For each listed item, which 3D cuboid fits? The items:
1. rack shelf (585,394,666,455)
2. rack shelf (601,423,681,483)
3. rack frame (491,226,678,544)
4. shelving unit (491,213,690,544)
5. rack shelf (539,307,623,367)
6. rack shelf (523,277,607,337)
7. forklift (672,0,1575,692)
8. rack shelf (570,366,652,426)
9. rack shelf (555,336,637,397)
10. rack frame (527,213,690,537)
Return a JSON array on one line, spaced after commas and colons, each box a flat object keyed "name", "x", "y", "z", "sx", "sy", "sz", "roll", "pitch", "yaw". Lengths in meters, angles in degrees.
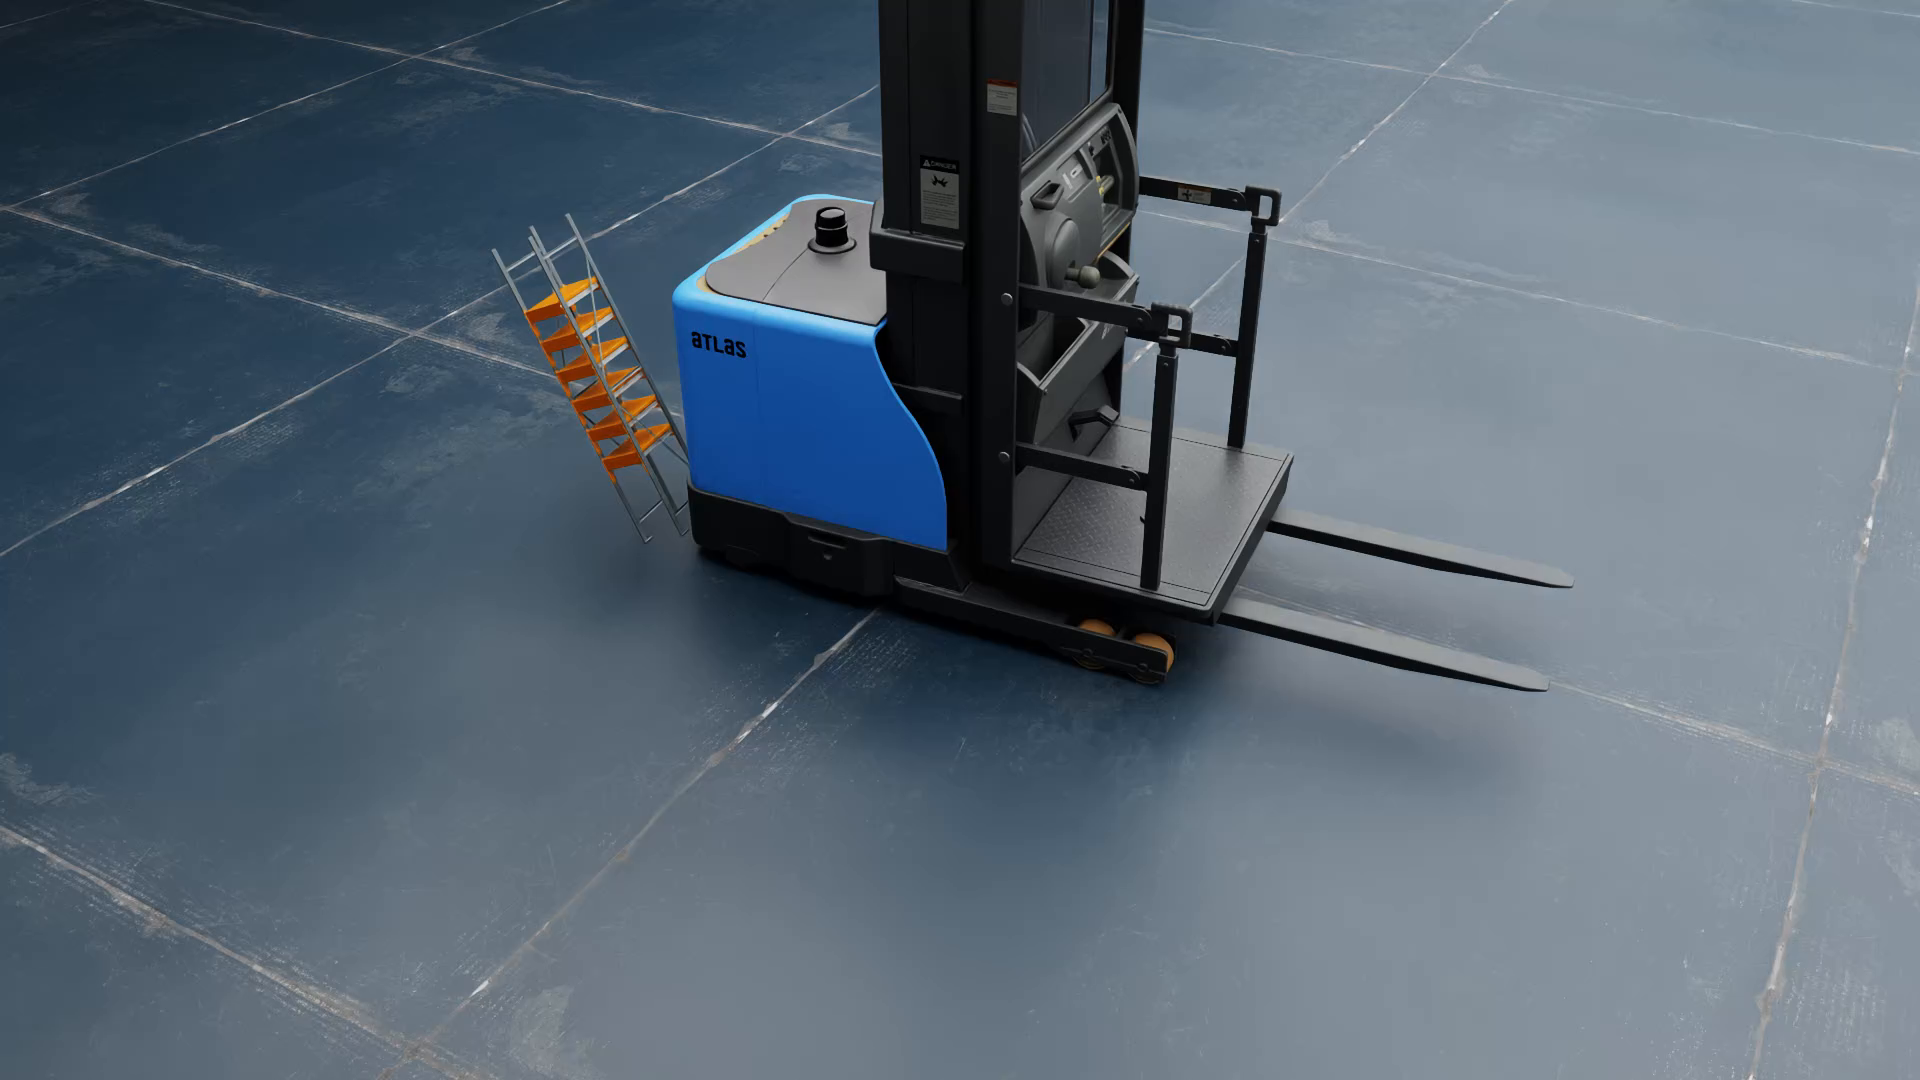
[{"name": "rack shelf", "x": -1.218, "y": -0.430, "z": 6.107, "sx": 0.180, "sy": 0.103, "sz": 0.258, "roll": -10, "pitch": 26, "yaw": 32}, {"name": "rack shelf", "x": -1.173, "y": -0.328, "z": 6.151, "sx": 0.180, "sy": 0.103, "sz": 0.258, "roll": -10, "pitch": 26, "yaw": 32}, {"name": "rack frame", "x": -1.356, "y": -0.557, "z": 6.096, "sx": 0.006, "sy": 1.200, "sz": 0.240, "roll": -10, "pitch": 26, "yaw": 32}, {"name": "shelving unit", "x": -1.280, "y": -0.570, "z": 6.047, "sx": 0.189, "sy": 1.200, "sz": 0.258, "roll": -10, "pitch": 26, "yaw": 32}, {"name": "rack shelf", "x": -1.354, "y": -0.736, "z": 5.975, "sx": 0.180, "sy": 0.103, "sz": 0.258, "roll": -10, "pitch": 26, "yaw": 32}, {"name": "rack shelf", "x": -1.399, "y": -0.838, "z": 5.931, "sx": 0.180, "sy": 0.103, "sz": 0.258, "roll": -10, "pitch": 26, "yaw": 32}, {"name": "forklift", "x": 0.572, "y": -1.078, "z": 5.225, "sx": 3.031, "sy": 2.935, "sz": 1.130, "roll": 14, "pitch": 36, "yaw": 20}, {"name": "rack shelf", "x": -1.263, "y": -0.532, "z": 6.063, "sx": 0.180, "sy": 0.103, "sz": 0.258, "roll": -10, "pitch": 26, "yaw": 32}, {"name": "rack shelf", "x": -1.308, "y": -0.634, "z": 6.019, "sx": 0.180, "sy": 0.103, "sz": 0.258, "roll": -10, "pitch": 26, "yaw": 32}, {"name": "rack frame", "x": -1.204, "y": -0.582, "z": 5.998, "sx": 0.006, "sy": 1.200, "sz": 0.240, "roll": -10, "pitch": 26, "yaw": 32}]
